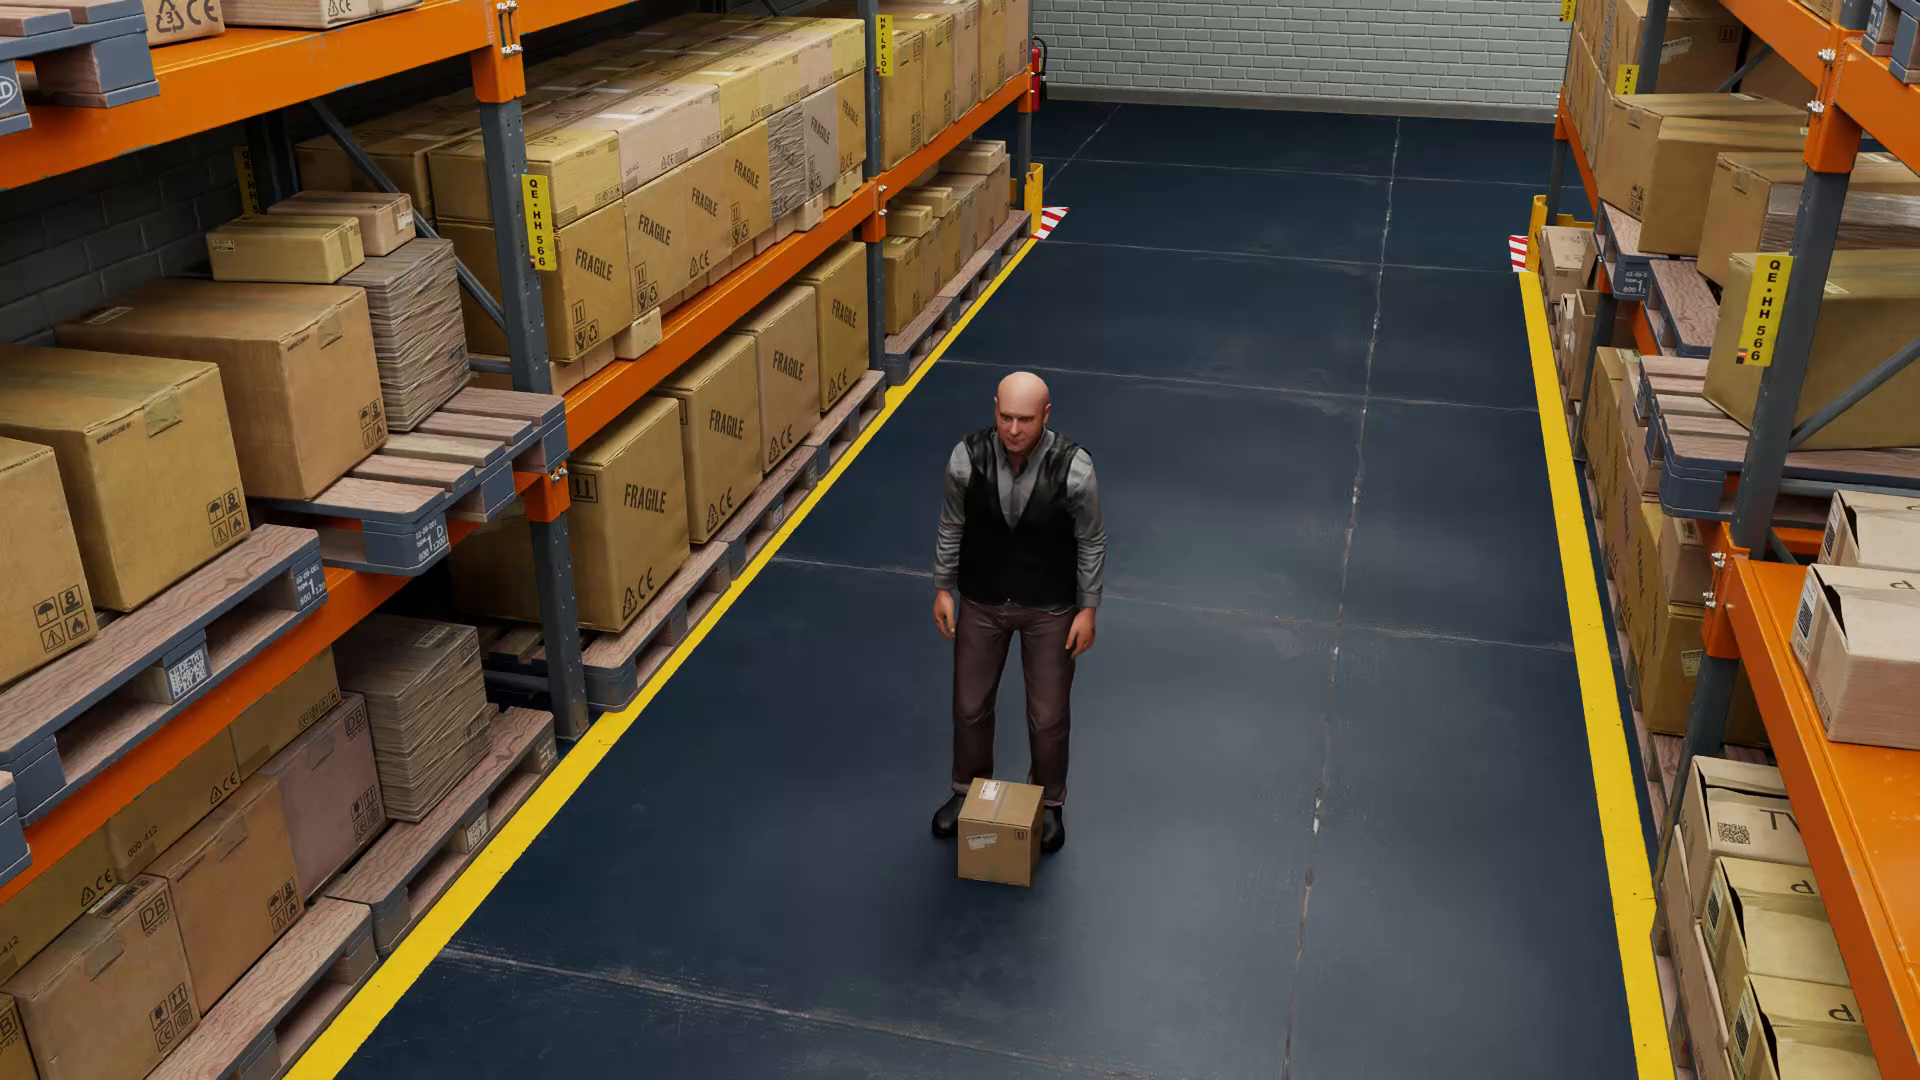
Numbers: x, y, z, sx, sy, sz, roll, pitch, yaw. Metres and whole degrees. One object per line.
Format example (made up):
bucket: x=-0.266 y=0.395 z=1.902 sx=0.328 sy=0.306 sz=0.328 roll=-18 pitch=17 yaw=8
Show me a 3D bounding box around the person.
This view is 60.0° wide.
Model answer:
person: x=0.199 y=0.222 z=5.662 sx=0.581 sy=1.721 sz=0.419 roll=6 pitch=26 yaw=13
